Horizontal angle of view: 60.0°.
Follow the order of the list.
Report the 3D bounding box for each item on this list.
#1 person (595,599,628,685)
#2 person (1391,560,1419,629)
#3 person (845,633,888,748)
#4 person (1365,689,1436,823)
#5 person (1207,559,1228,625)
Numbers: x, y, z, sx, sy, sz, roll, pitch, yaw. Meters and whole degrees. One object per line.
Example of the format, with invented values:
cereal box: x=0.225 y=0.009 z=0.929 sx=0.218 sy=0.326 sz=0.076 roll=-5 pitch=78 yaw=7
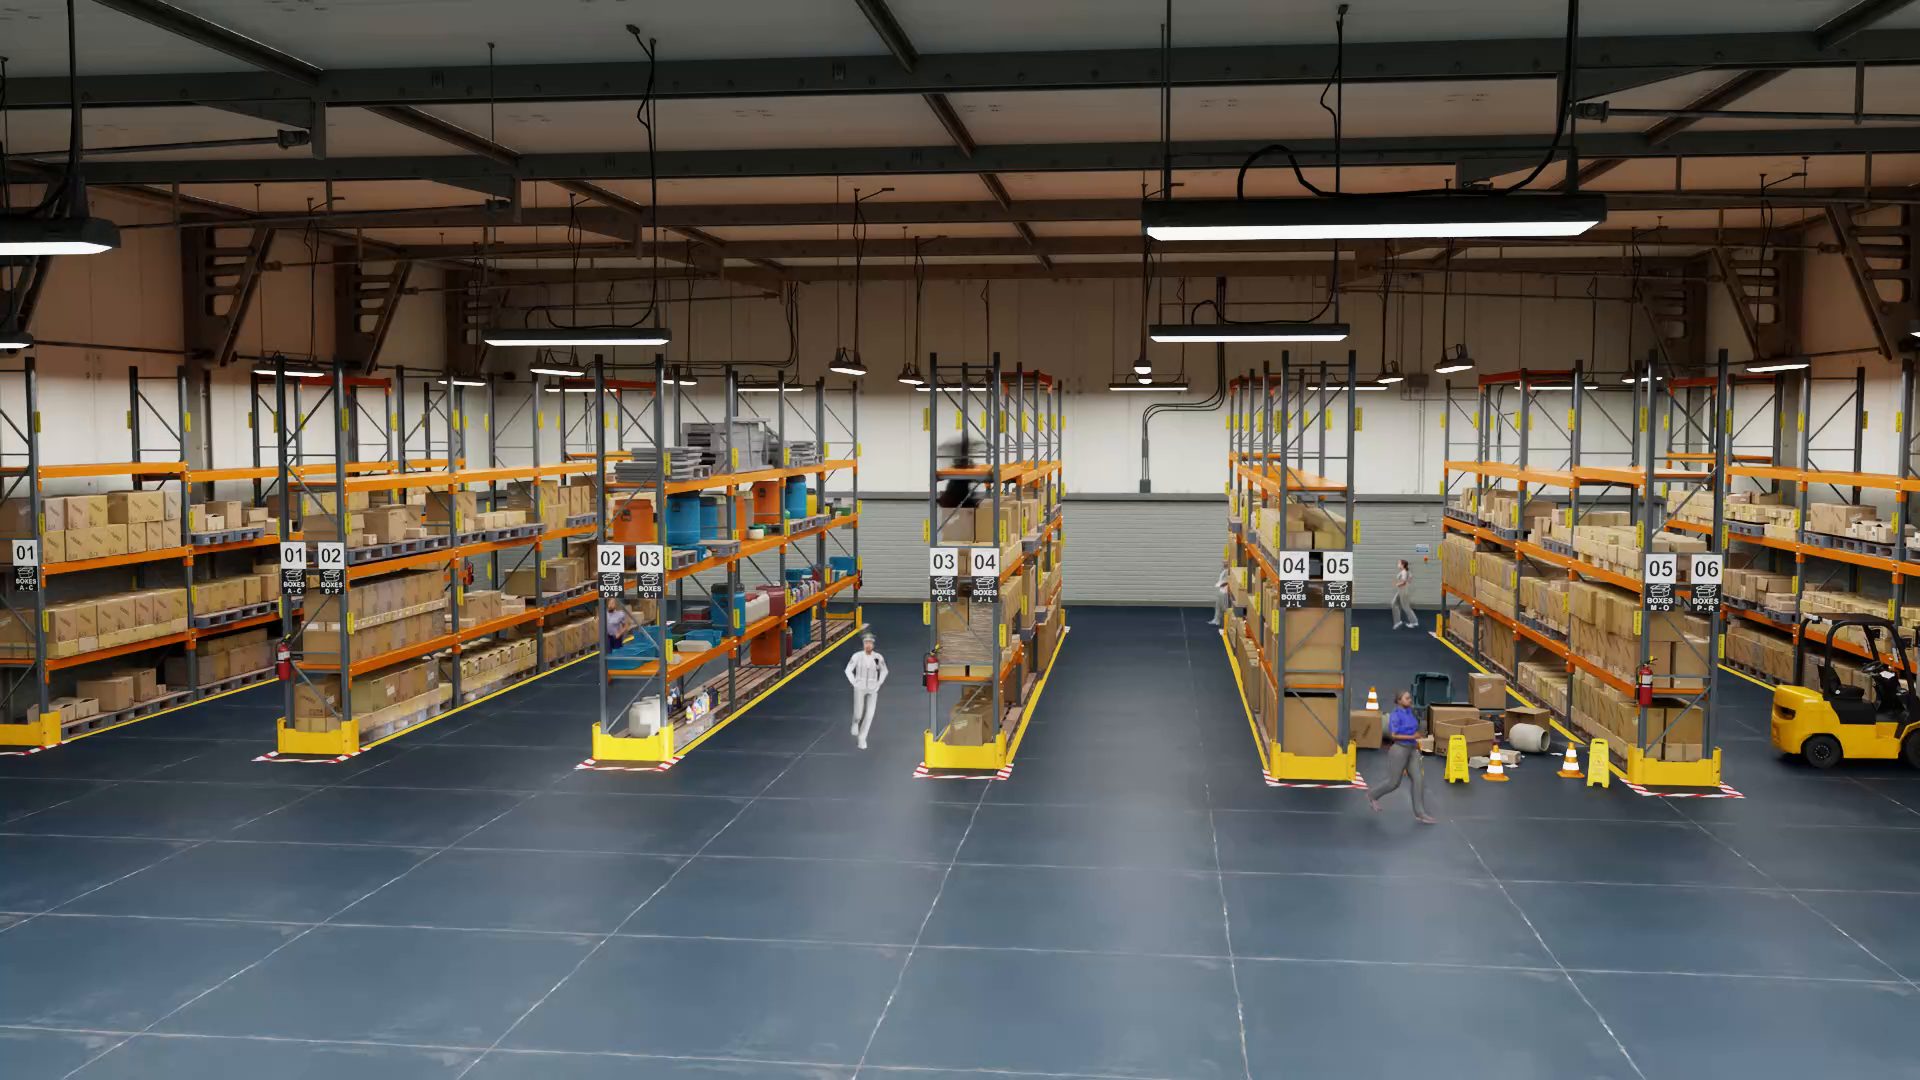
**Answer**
person: x=-6.685 y=1.935 z=31.913 sx=0.630 sy=1.631 sz=0.744 roll=0 pitch=4 yaw=-5
person: x=10.756 y=1.335 z=40.163 sx=0.672 sy=1.721 sz=0.588 roll=1 pitch=4 yaw=13
person: x=-1.375 y=2.197 z=24.575 sx=0.640 sy=1.669 sz=0.613 roll=-1 pitch=4 yaw=-8
person: x=5.556 y=2.686 z=20.874 sx=0.581 sy=1.634 sz=0.929 roll=-4 pitch=5 yaw=-42
person: x=6.474 y=1.254 z=40.661 sx=0.931 sy=1.719 sz=0.718 roll=1 pitch=4 yaw=19
